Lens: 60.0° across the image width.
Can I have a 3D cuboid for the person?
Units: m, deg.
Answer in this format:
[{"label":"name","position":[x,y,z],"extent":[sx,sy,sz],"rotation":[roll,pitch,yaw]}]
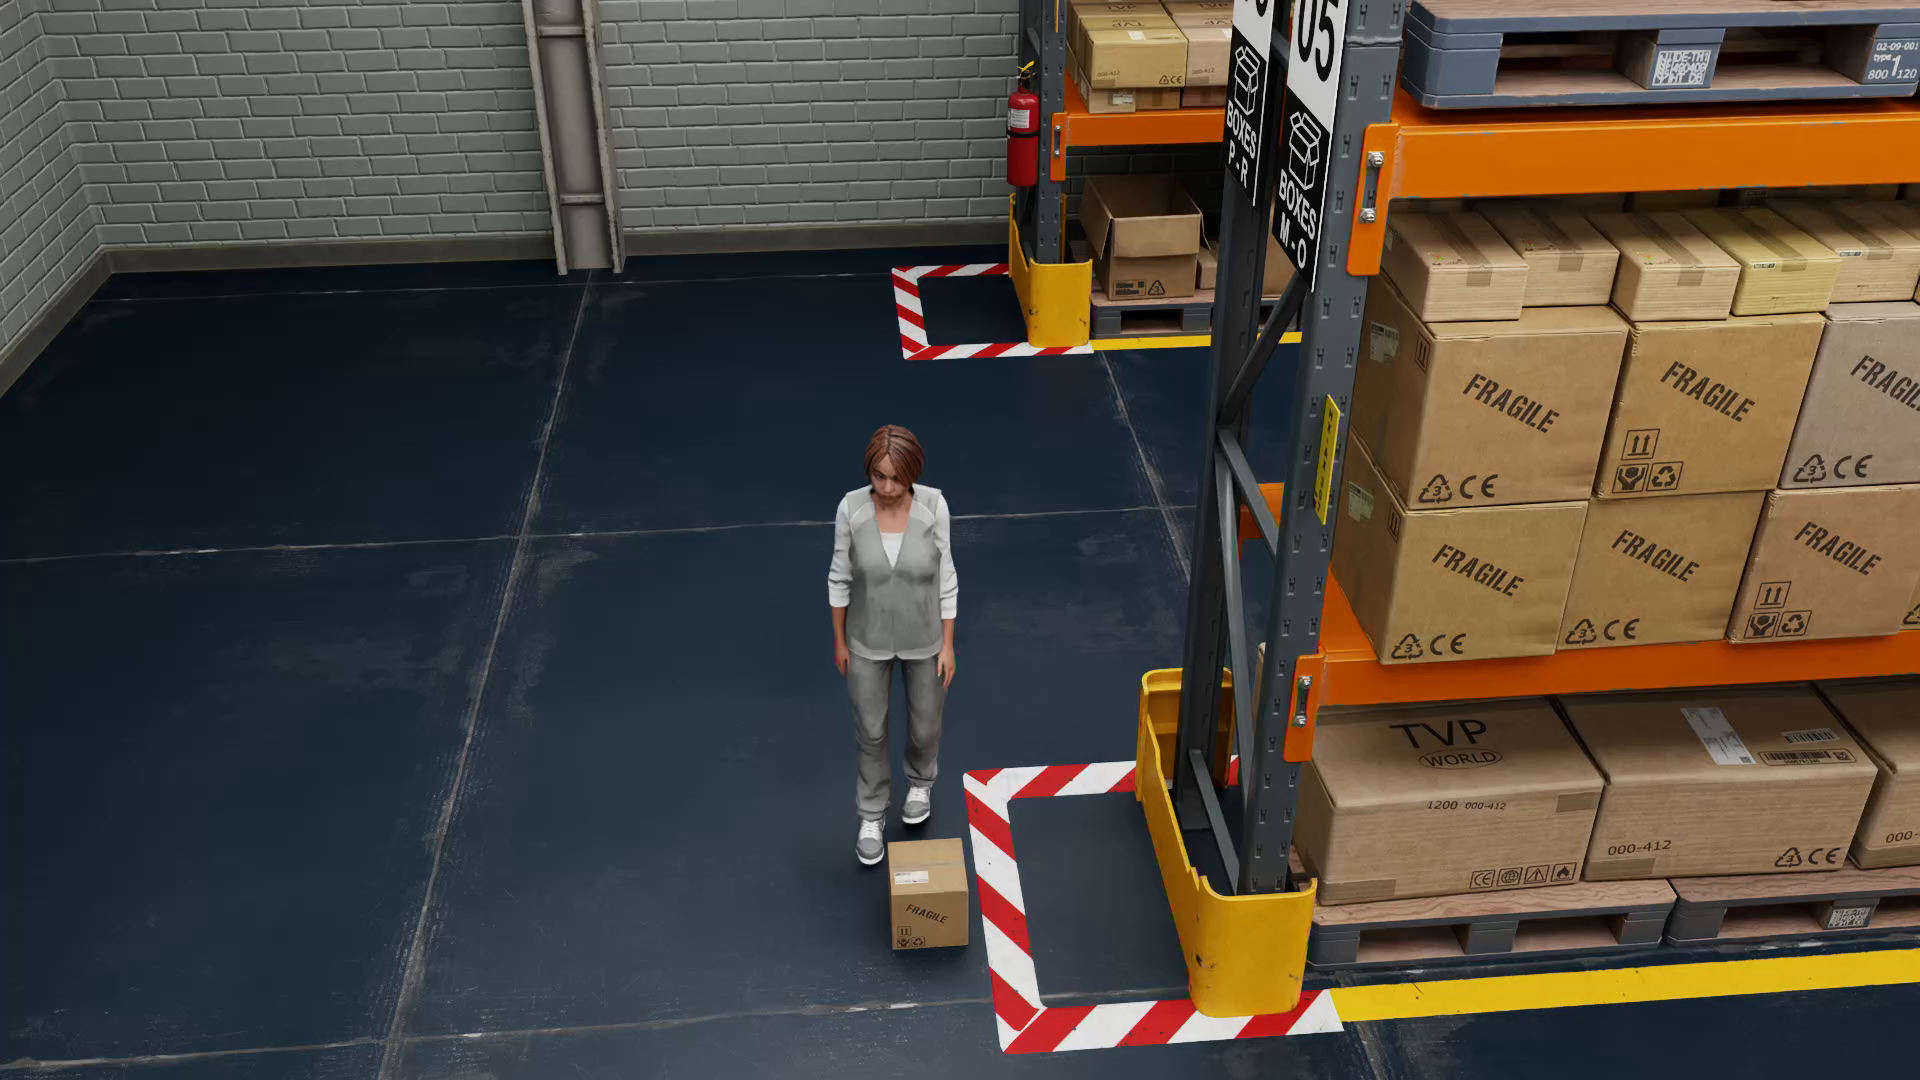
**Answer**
[{"label":"person","position":[-0.220,0.347,5.559],"extent":[0.428,1.607,0.439],"rotation":[0,32,-1]}]
